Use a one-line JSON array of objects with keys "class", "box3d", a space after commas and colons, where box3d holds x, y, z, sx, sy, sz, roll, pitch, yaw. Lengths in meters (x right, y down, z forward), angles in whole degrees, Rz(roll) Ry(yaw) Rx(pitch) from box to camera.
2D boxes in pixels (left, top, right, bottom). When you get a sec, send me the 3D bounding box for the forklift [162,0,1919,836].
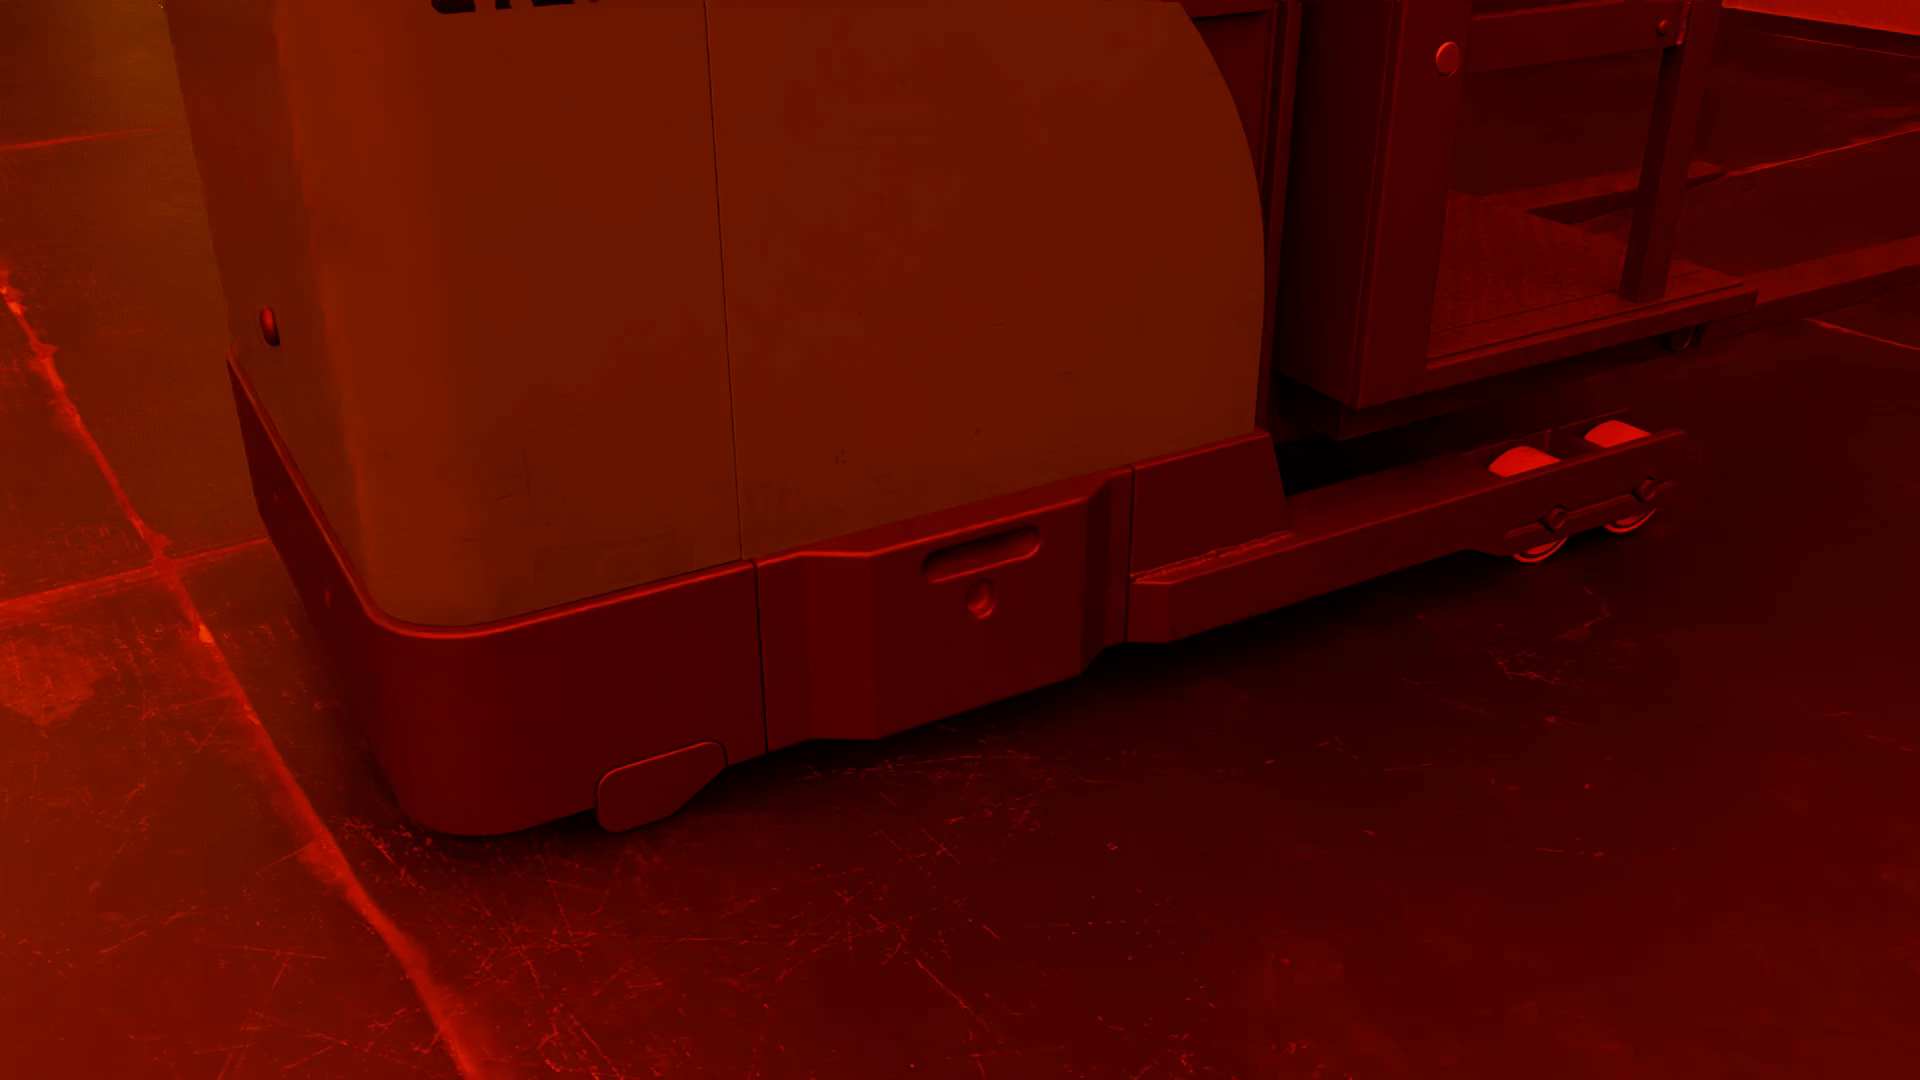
[{"class": "forklift", "box3d": [0.500, -1.466, 2.153, 3.031, 2.935, 1.130, -15, 30, -27]}]
